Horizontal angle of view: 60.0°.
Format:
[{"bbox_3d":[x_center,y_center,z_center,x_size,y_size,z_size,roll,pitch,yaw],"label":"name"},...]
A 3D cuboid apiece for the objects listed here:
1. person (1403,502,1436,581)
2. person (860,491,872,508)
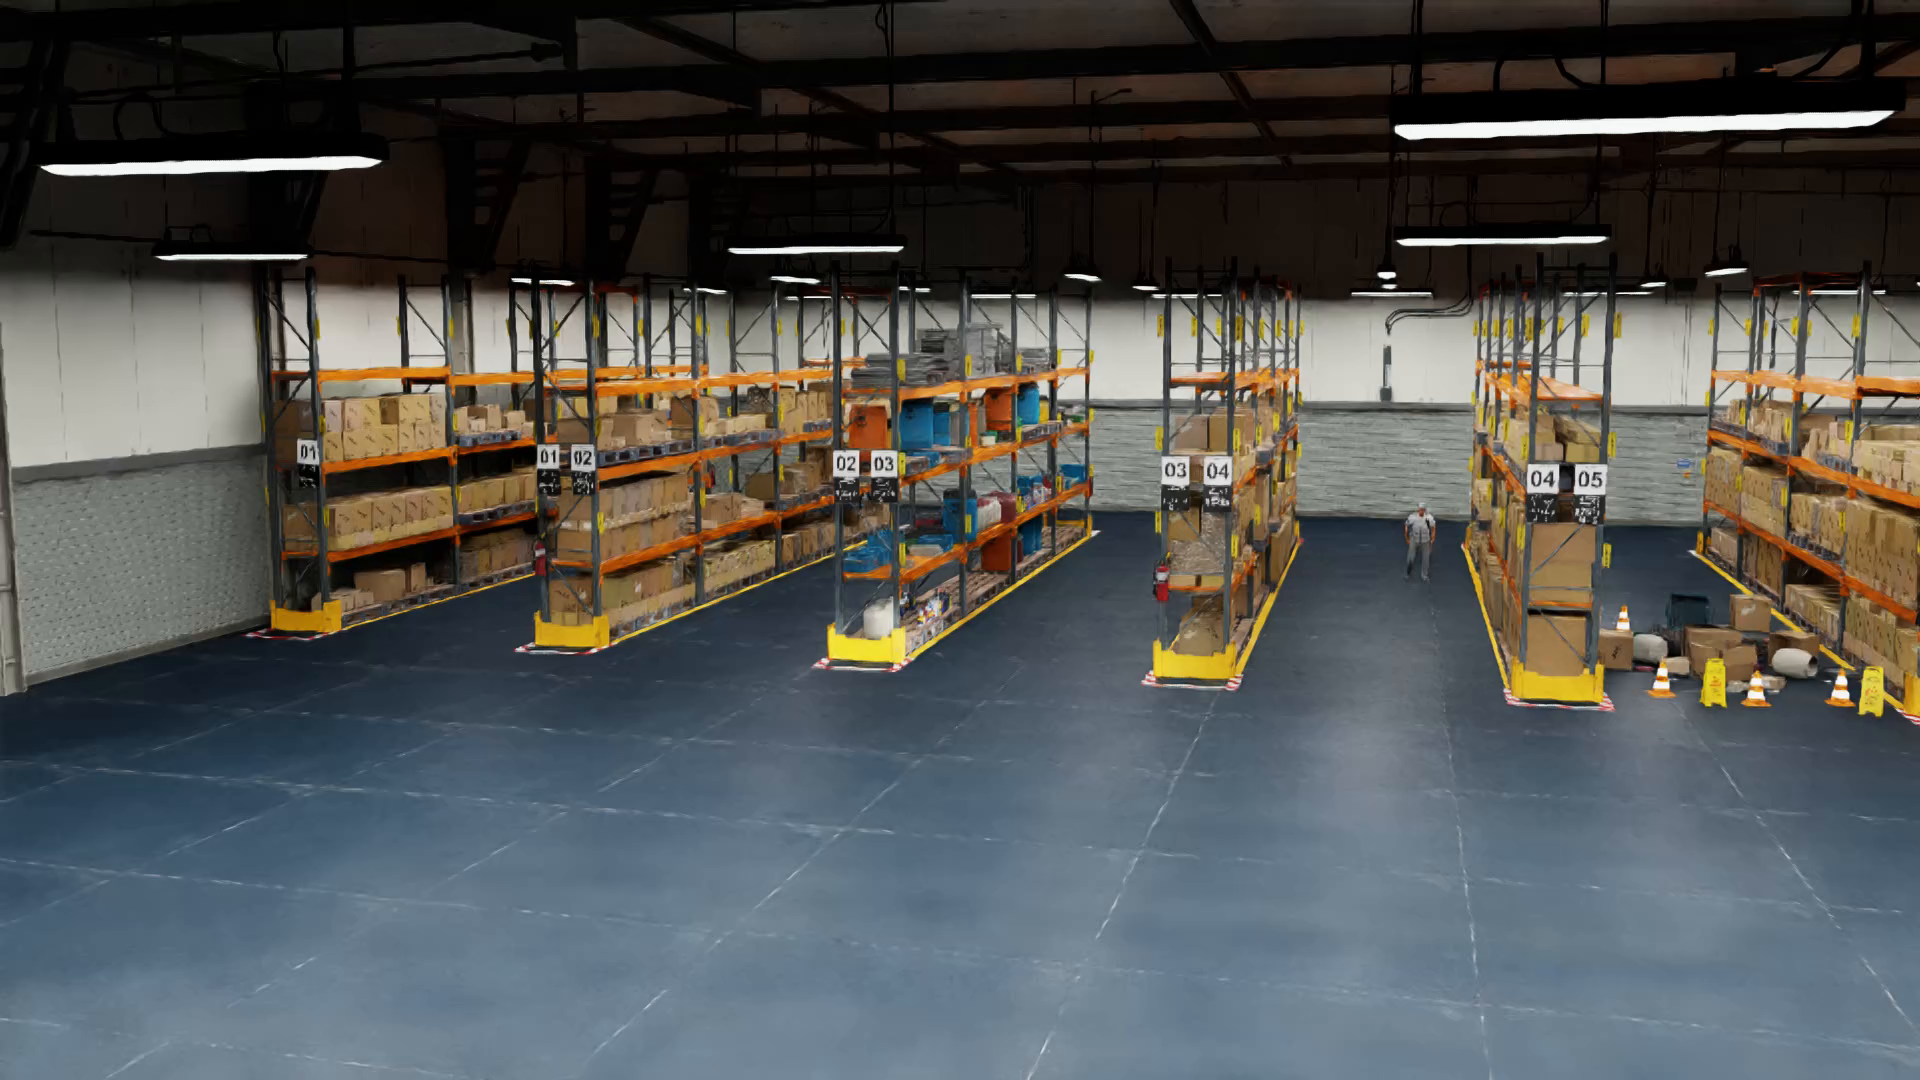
[{"bbox_3d":[9.142,0.025,33.071,0.625,1.607,0.582,2,7,12],"label":"person"},{"bbox_3d":[-2.465,-1.346,43.931,0.439,1.542,0.848,4,8,31],"label":"person"}]
